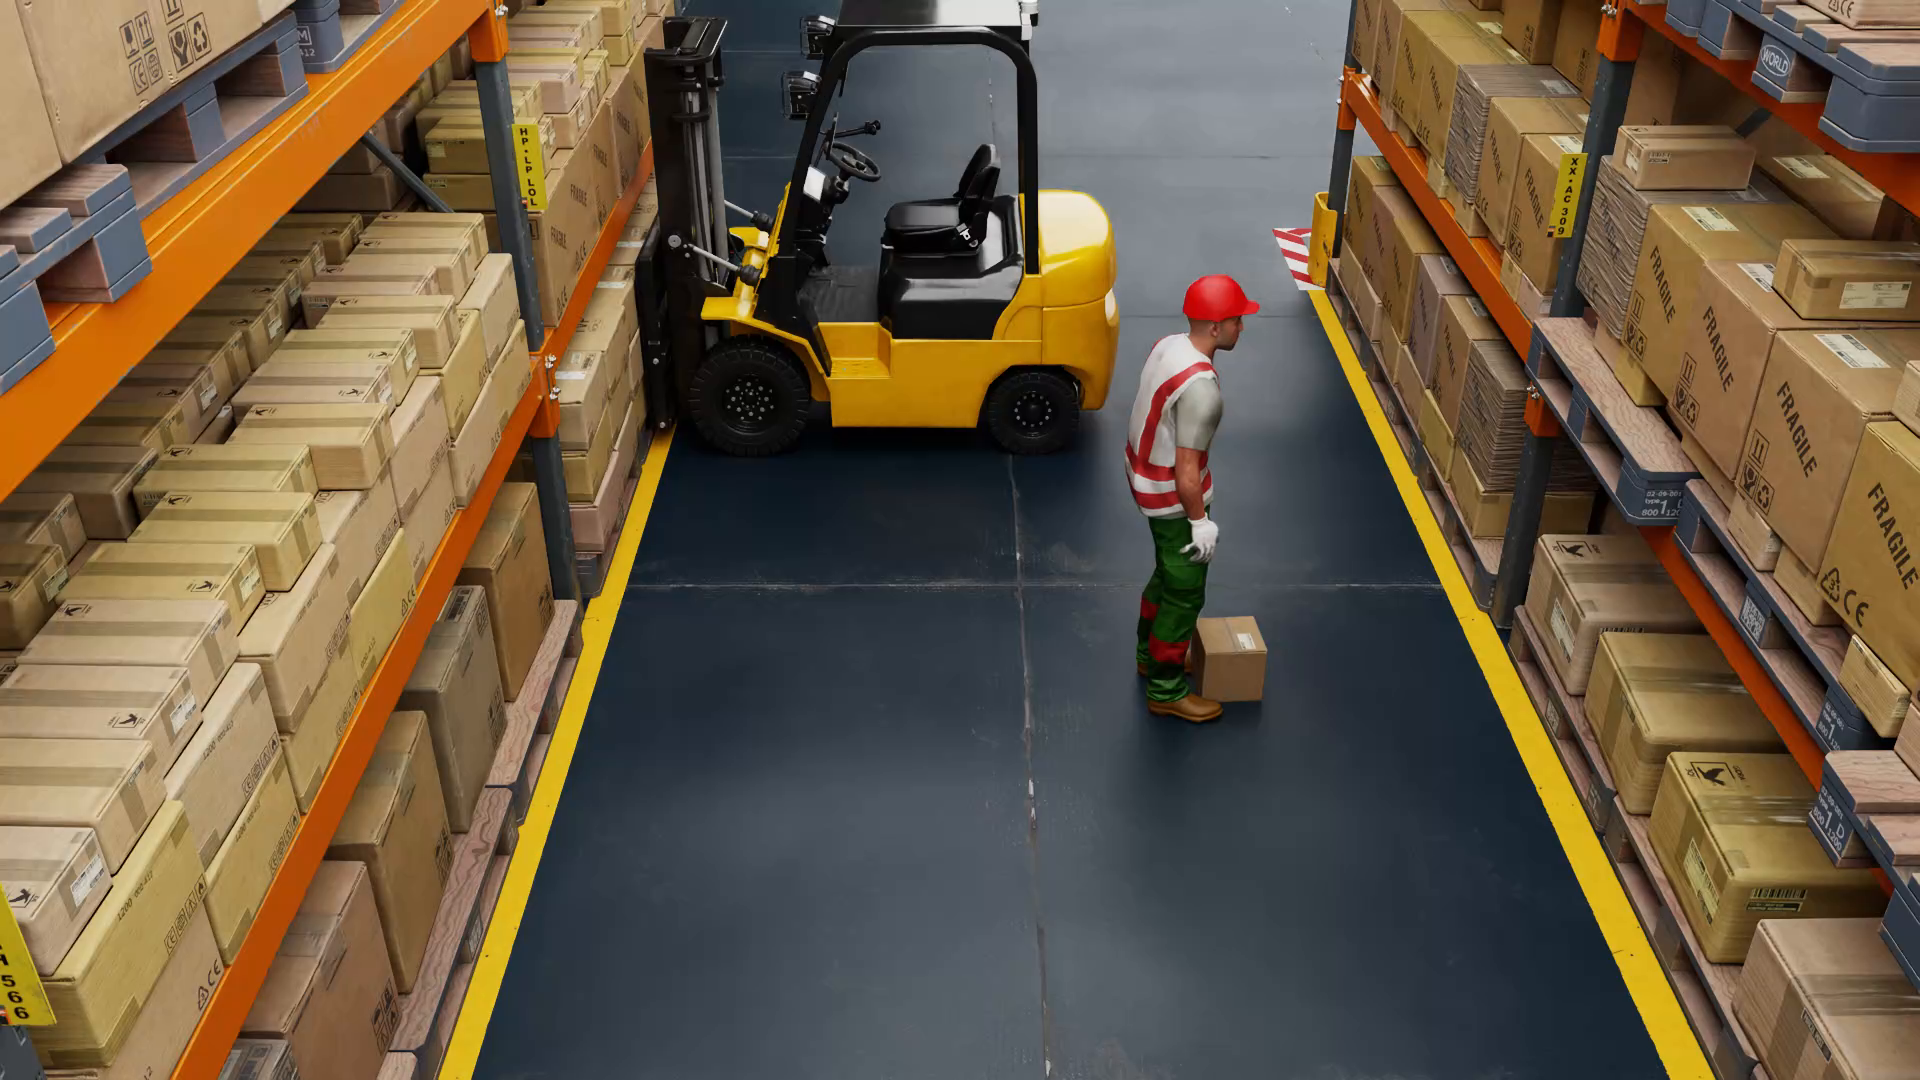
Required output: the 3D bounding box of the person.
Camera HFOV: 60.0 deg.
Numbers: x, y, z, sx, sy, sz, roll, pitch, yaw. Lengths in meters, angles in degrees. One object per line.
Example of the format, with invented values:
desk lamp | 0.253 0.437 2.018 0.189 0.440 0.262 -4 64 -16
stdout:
person | 0.866 -0.170 6.402 0.453 1.778 0.615 -2 31 -3
